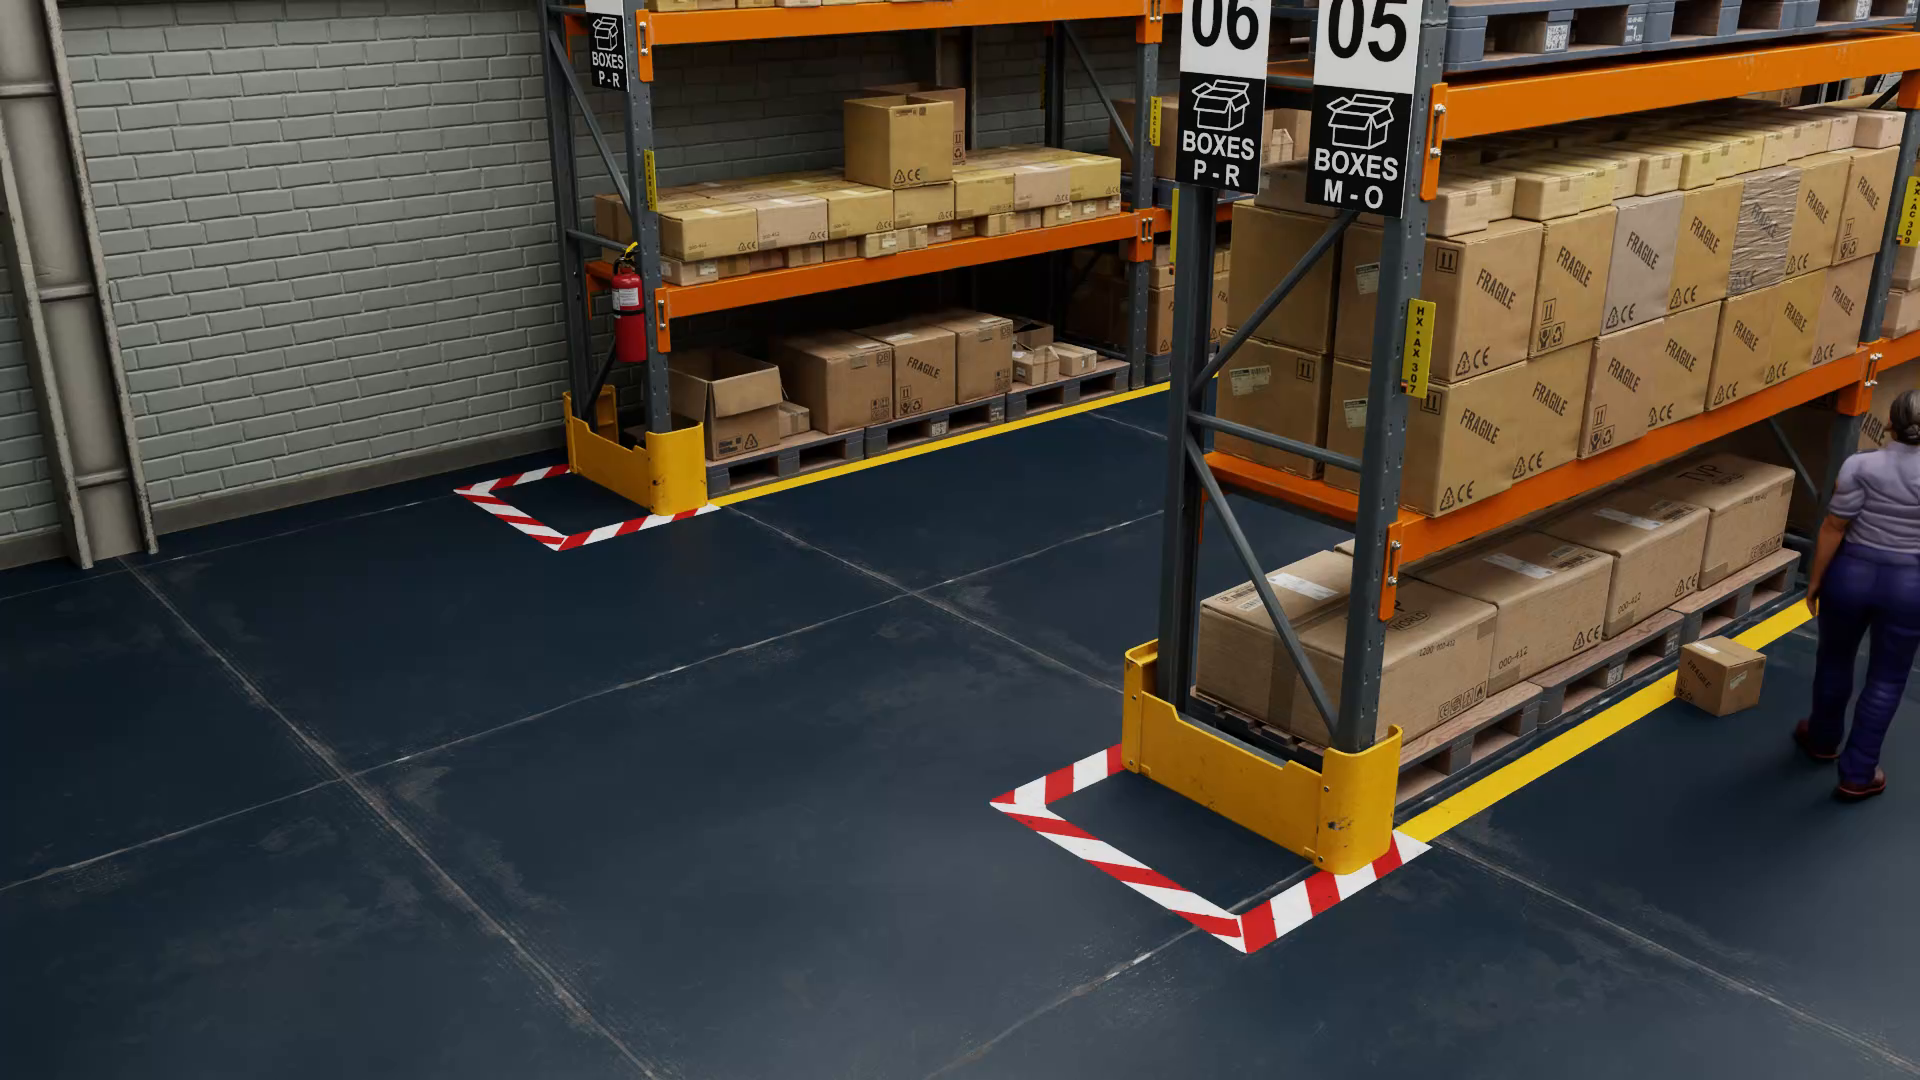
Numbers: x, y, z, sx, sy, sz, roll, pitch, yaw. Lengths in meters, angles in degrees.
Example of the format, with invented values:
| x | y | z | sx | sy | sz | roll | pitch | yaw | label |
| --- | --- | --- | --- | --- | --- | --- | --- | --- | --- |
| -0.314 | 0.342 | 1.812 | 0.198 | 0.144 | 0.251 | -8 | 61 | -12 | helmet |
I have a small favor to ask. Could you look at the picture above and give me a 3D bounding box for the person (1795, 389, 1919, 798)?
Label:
| x | y | z | sx | sy | sz | roll | pitch | yaw | label |
| --- | --- | --- | --- | --- | --- | --- | --- | --- | --- |
| 3.650 | 0.180 | 6.612 | 0.473 | 1.642 | 0.594 | 14 | 25 | 32 | person |
